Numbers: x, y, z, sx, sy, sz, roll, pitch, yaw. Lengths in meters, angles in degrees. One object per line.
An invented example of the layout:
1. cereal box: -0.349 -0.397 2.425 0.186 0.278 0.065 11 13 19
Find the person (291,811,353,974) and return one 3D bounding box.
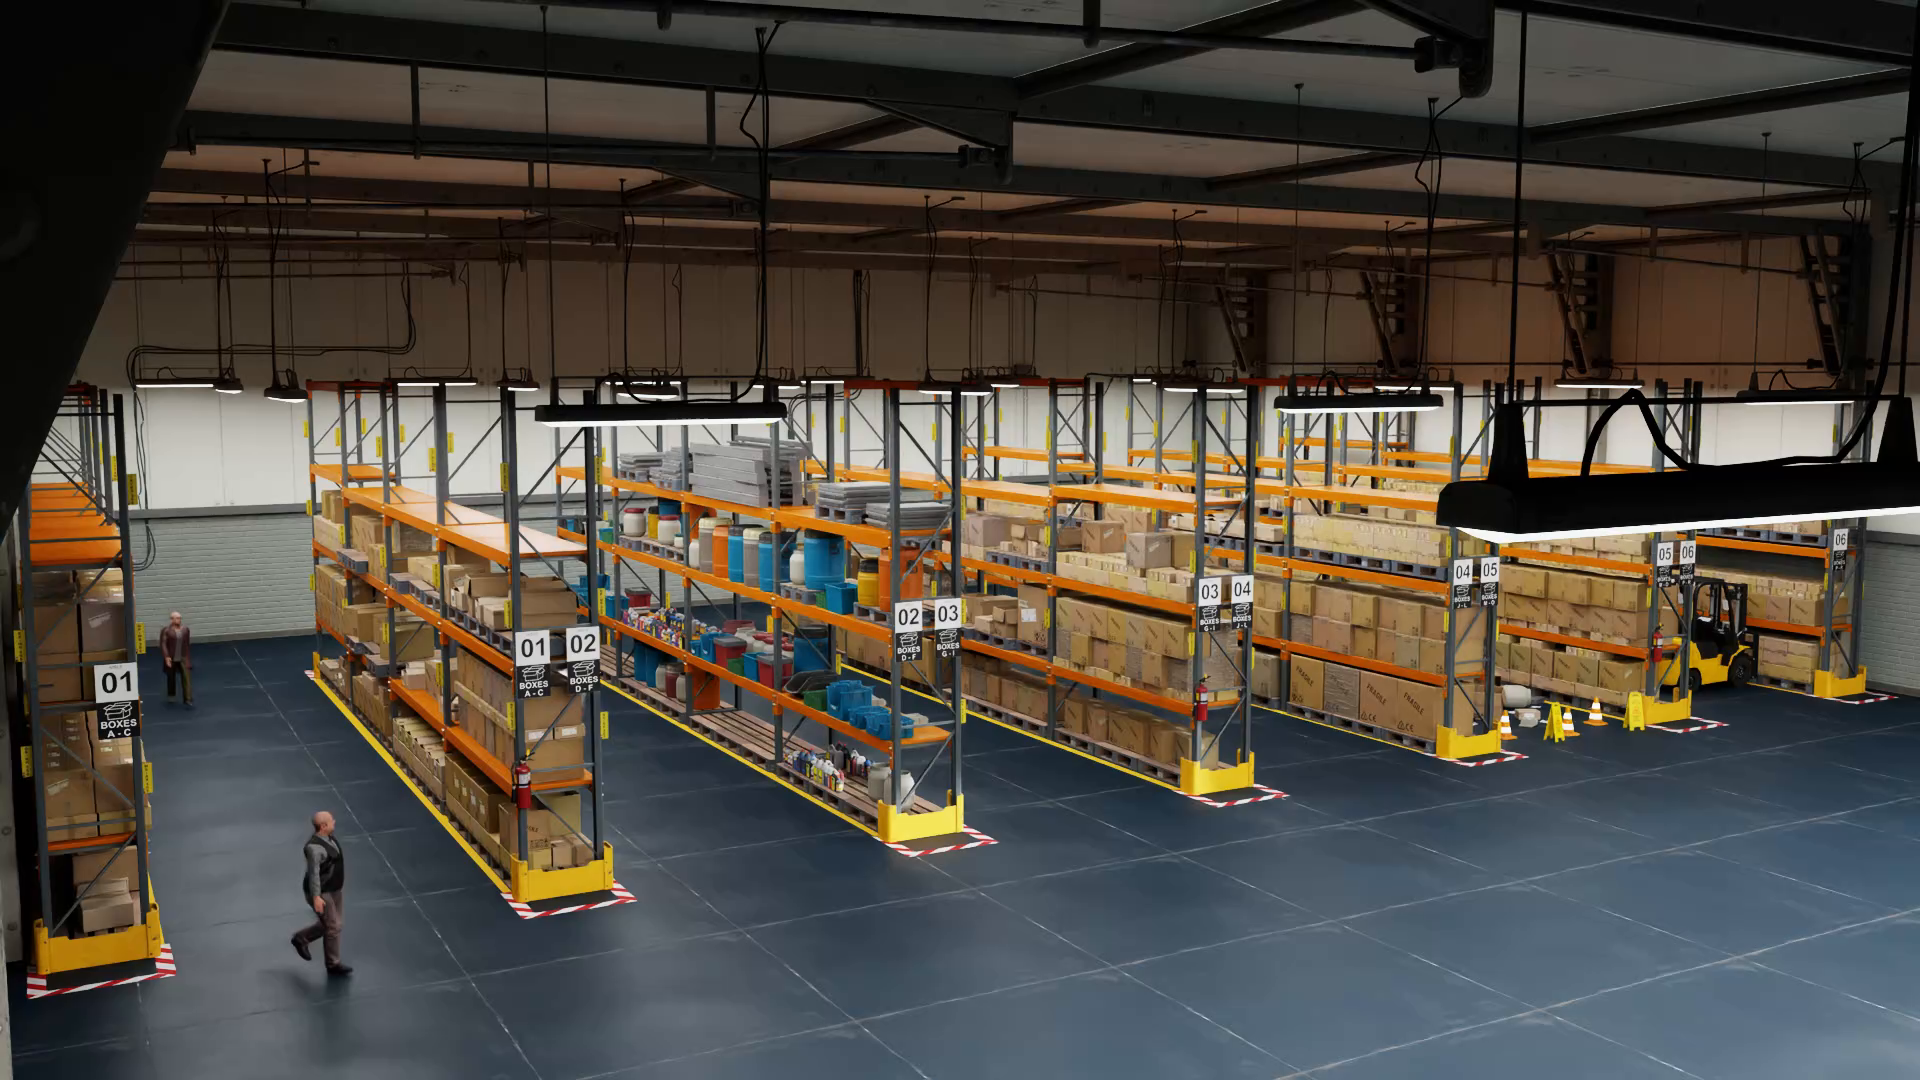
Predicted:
1. person: -6.657 3.641 17.249 0.757 1.702 0.536 1 6 8

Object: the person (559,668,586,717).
1. person: -6.176 2.678 26.214 0.599 1.749 0.705 -3 7 -27

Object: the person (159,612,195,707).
1. person: -14.447 2.186 30.647 0.548 1.715 1.128 -4 7 -34
